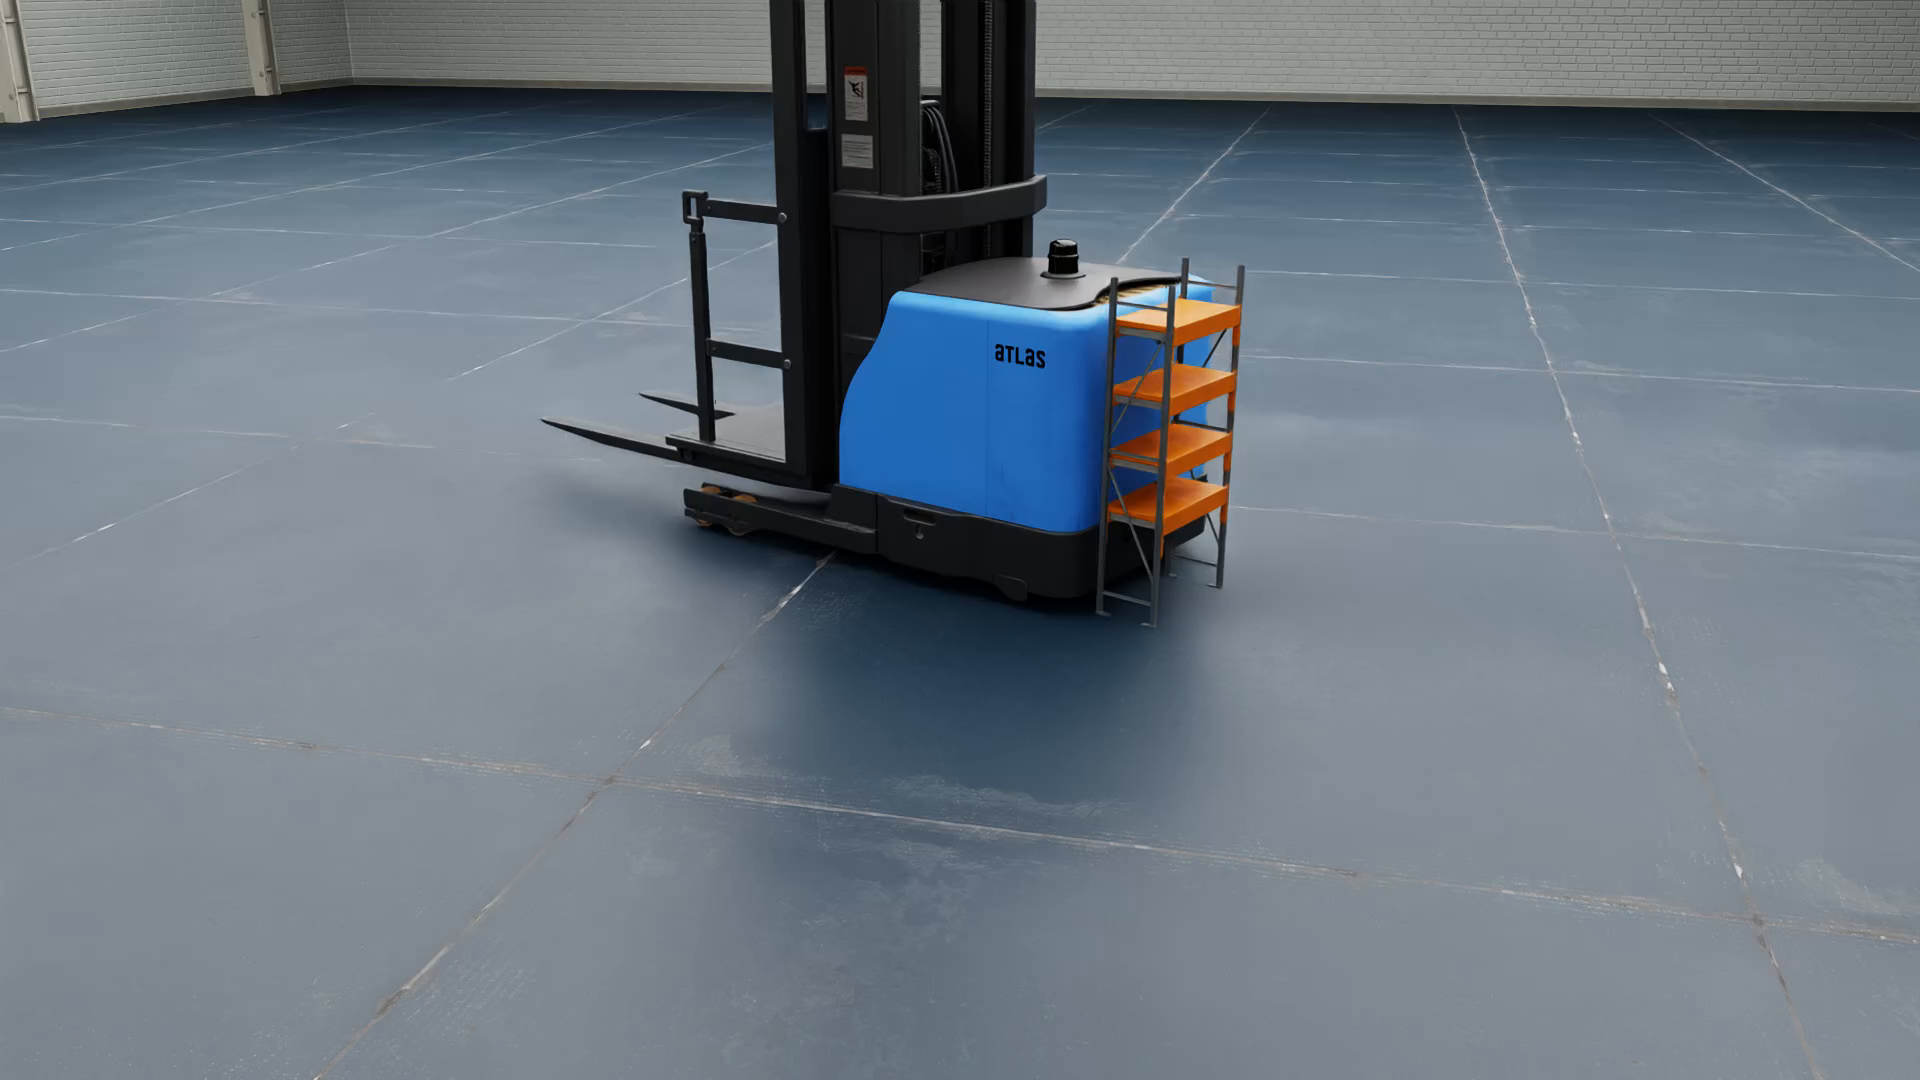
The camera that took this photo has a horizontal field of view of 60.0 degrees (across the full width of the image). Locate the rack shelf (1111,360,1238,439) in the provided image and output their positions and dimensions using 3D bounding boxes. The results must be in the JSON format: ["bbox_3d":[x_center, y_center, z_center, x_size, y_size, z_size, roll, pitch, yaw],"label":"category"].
[{"bbox_3d":[0.738,-0.495,5.788,0.258,0.148,0.480,14,24,34],"label":"rack shelf"}]

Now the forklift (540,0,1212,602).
[{"bbox_3d":[-0.516,-1.527,6.623,3.031,2.935,1.130,14,23,34],"label":"forklift"}]

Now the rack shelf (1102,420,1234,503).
[{"bbox_3d":[0.735,-0.284,5.862,0.258,0.148,0.480,14,24,34],"label":"rack shelf"}]

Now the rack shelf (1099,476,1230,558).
[{"bbox_3d":[0.732,-0.096,5.928,0.258,0.148,0.480,14,24,34],"label":"rack shelf"}]

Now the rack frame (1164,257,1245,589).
[{"bbox_3d":[0.880,-0.411,6.026,0.240,1.200,0.015,14,24,34],"label":"rack frame"}]

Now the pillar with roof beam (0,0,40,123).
[{"bbox_3d":[-10.178,-10.324,22.992,9.100,9.000,0.400,5,19,13],"label":"pillar with roof beam"}]

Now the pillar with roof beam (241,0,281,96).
[{"bbox_3d":[-8.712,-12.205,28.498,9.100,9.000,0.400,5,19,13],"label":"pillar with roof beam"}]

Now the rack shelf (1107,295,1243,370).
[{"bbox_3d":[0.741,-0.718,5.709,0.258,0.148,0.480,14,24,34],"label":"rack shelf"}]

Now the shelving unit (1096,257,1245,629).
[{"bbox_3d":[0.736,-0.347,5.840,0.258,1.200,0.503,14,24,34],"label":"shelving unit"}]

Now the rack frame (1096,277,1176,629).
[{"bbox_3d":[0.592,-0.283,5.653,0.240,1.200,0.015,14,24,34],"label":"rack frame"}]
